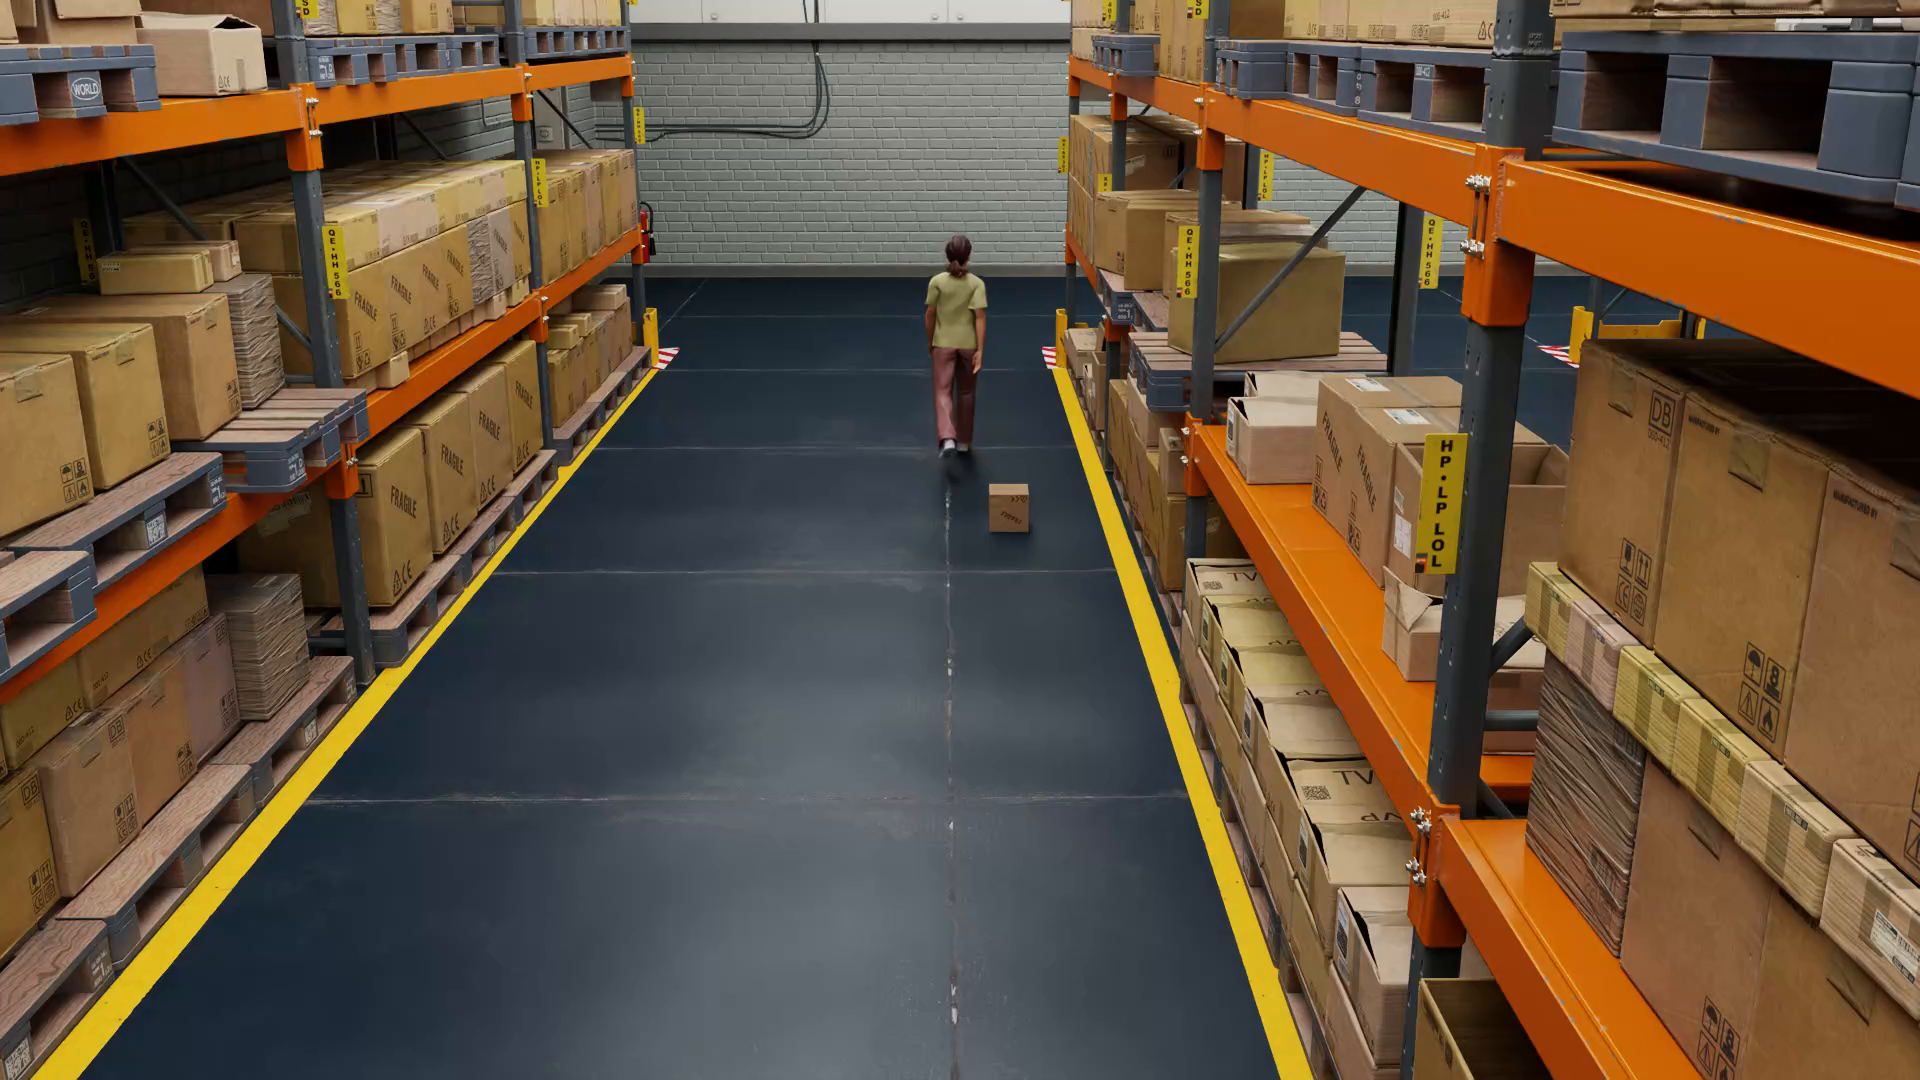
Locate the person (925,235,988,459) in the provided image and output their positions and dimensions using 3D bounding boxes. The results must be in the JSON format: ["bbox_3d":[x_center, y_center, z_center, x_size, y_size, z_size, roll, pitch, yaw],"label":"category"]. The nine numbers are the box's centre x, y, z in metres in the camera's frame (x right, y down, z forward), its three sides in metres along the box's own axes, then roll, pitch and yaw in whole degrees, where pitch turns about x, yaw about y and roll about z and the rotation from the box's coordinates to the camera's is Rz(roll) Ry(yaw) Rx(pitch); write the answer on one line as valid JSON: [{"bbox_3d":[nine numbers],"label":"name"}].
[{"bbox_3d":[-0.028,-1.380,12.004,0.442,1.629,0.983,-1,17,-3],"label":"person"}]
